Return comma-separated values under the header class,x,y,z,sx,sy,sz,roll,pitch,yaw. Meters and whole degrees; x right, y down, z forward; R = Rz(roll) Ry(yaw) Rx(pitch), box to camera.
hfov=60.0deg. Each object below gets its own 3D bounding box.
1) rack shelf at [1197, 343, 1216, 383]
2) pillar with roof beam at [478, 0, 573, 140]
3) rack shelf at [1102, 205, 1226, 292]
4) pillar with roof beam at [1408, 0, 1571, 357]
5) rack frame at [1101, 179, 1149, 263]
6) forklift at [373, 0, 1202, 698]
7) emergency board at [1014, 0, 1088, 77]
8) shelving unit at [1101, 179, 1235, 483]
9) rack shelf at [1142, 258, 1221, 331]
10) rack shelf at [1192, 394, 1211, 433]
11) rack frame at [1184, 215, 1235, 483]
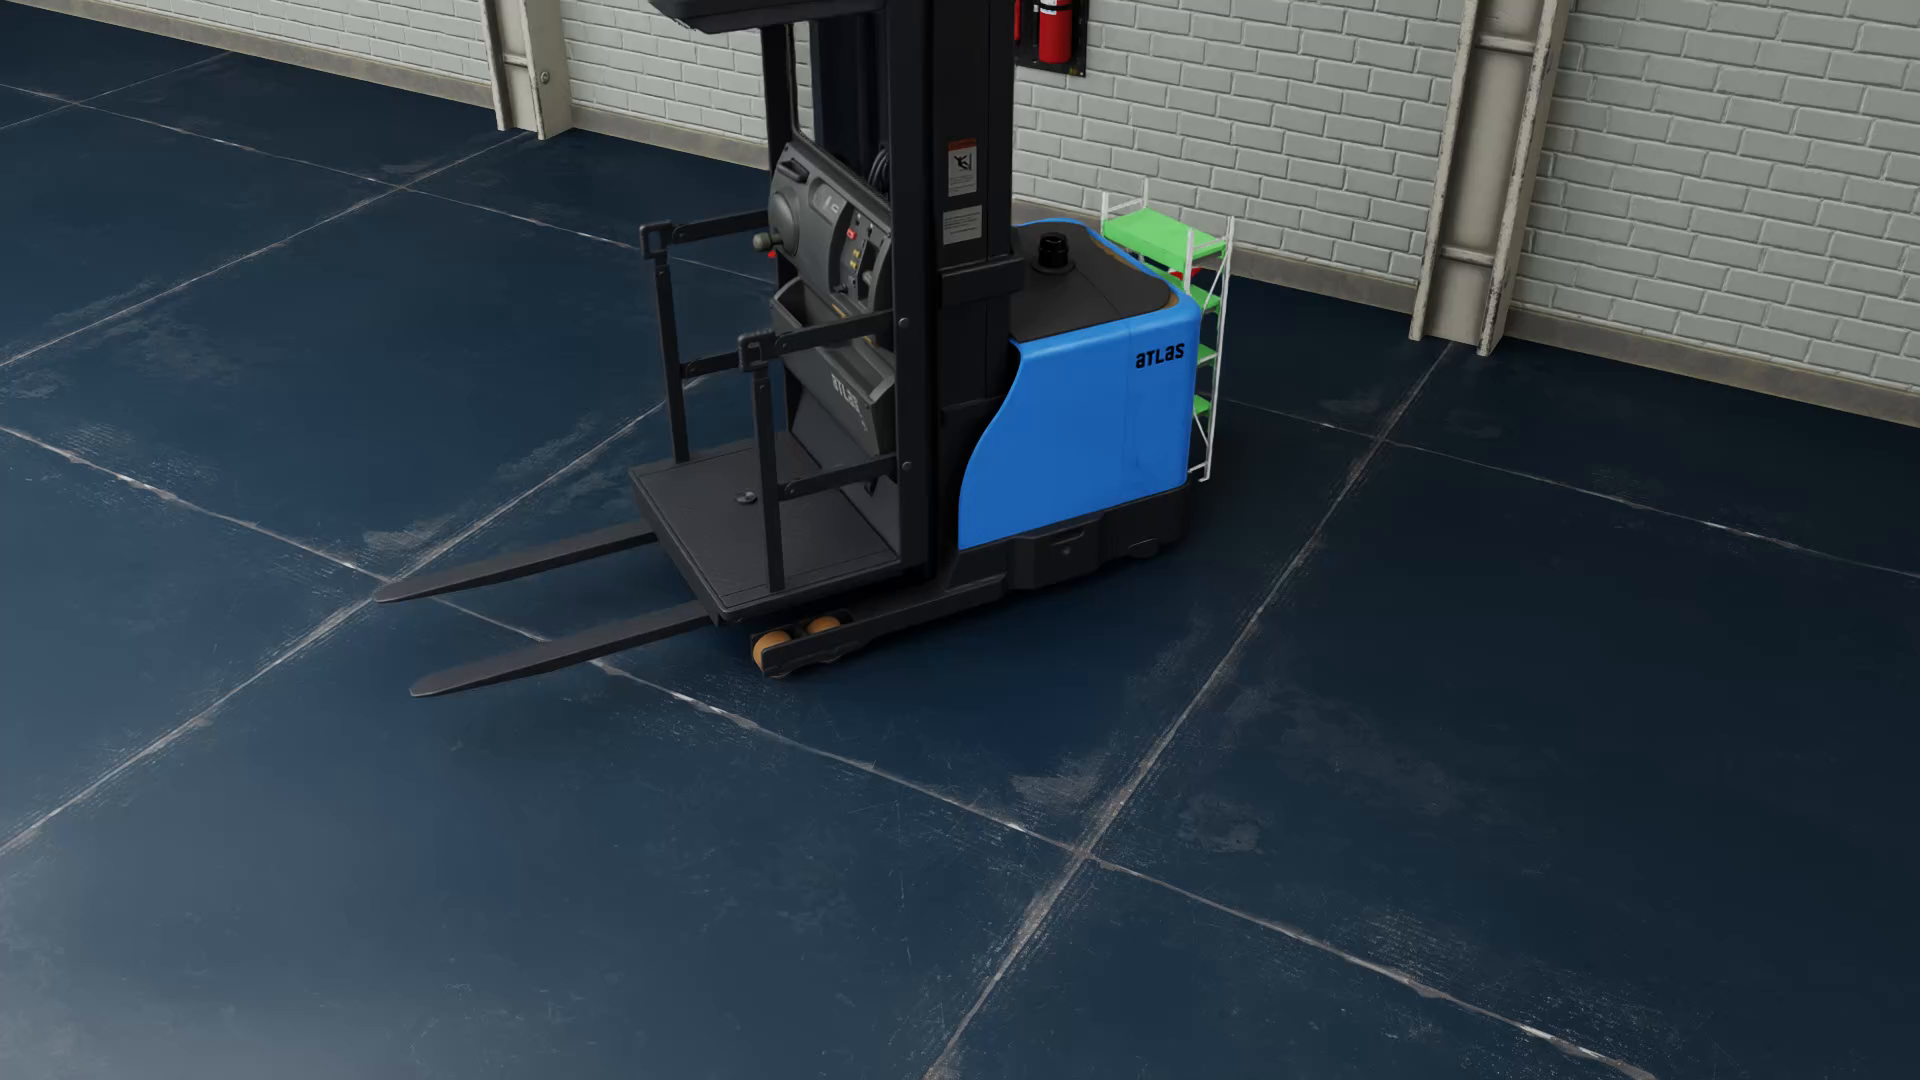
class,x,y,z,sx,sy,sz,roll,pitch,yaw
rack shelf,0.823,-0.777,6.950,0.258,0.148,0.480,-23,40,-31
pillar with roof beam,-4.872,-4.343,5.154,0.400,9.000,9.100,18,37,24
rack shelf,0.822,-1.177,6.684,0.258,0.148,0.480,-23,40,-31
pillar with roof beam,0.337,-2.693,2.676,0.400,9.000,9.100,18,37,24
rack frame,0.673,-0.937,7.075,0.240,1.200,0.015,-23,40,-31
forklift,-0.638,-1.058,5.695,3.031,2.935,1.130,-16,37,-22
emergency board,0.346,-2.966,8.498,0.643,1.169,0.194,18,37,24
shelving unit,0.823,-0.831,6.915,0.258,1.200,0.503,-23,40,-31
rack shelf,0.823,-0.977,6.817,0.258,0.148,0.480,-23,40,-31
rack shelf,0.823,-0.578,7.083,0.258,0.148,0.480,-23,40,-31
rack frame,0.973,-0.724,6.754,0.240,1.200,0.015,-23,40,-31
